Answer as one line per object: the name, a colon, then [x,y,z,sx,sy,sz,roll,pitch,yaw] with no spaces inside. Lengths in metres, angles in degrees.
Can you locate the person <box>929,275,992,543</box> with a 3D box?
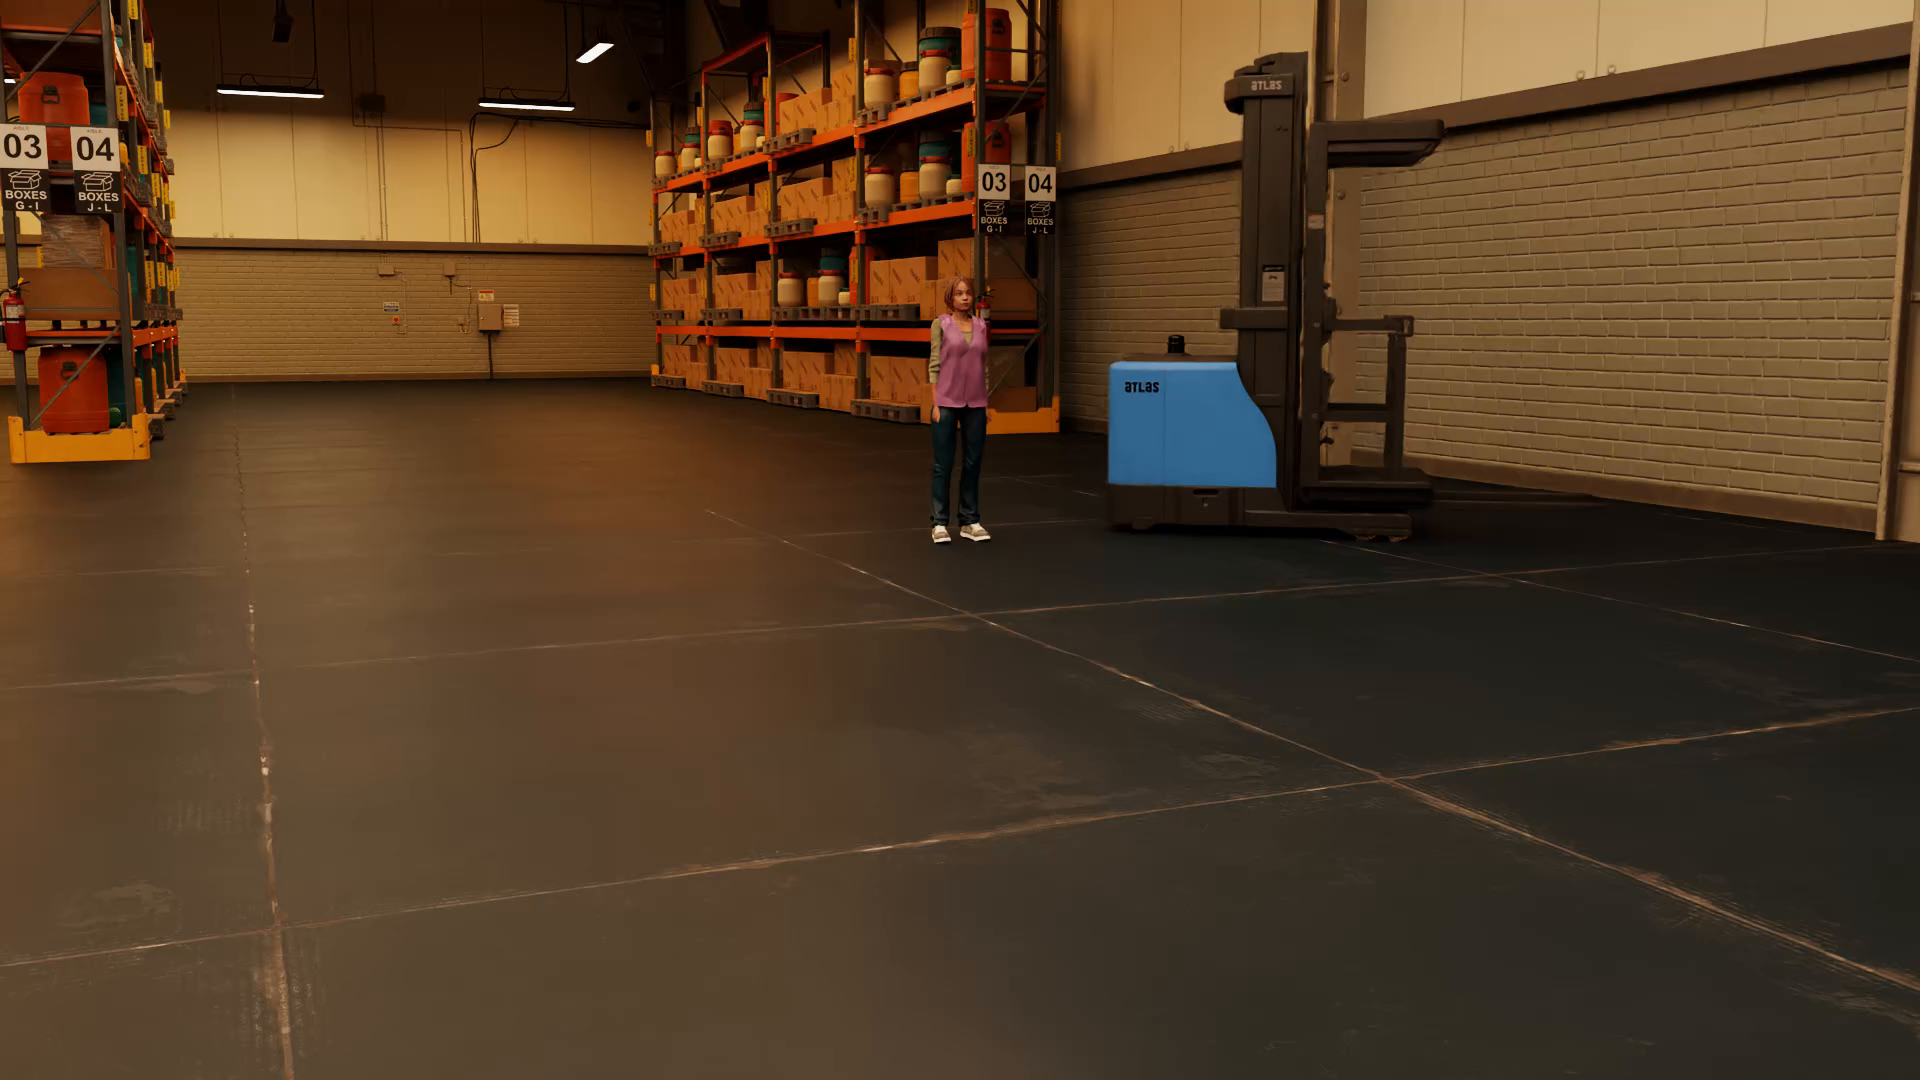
person: [0.003,-0.792,10.050,0.409,1.602,0.327,-3,8,-23]

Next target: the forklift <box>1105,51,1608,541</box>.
forklift: [2.488,-1.520,10.473,3.031,2.935,1.130,2,8,11]
